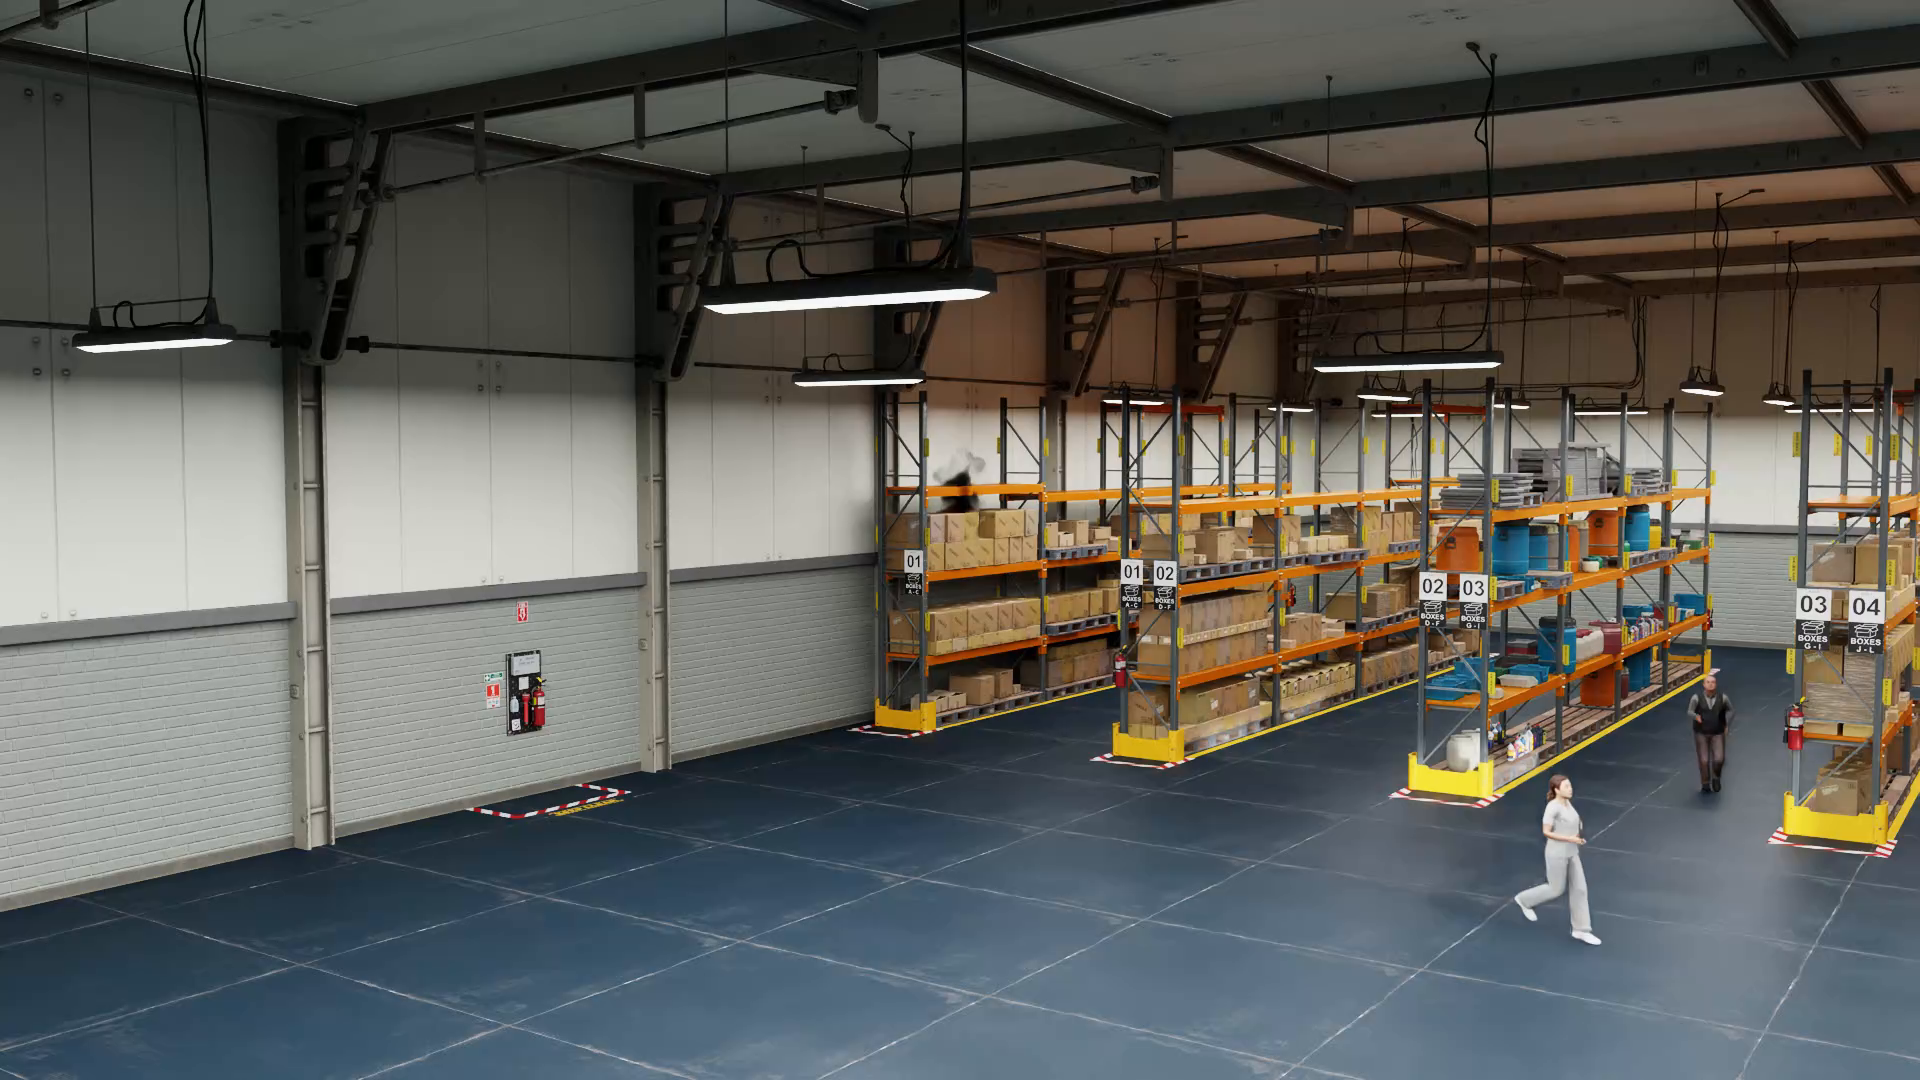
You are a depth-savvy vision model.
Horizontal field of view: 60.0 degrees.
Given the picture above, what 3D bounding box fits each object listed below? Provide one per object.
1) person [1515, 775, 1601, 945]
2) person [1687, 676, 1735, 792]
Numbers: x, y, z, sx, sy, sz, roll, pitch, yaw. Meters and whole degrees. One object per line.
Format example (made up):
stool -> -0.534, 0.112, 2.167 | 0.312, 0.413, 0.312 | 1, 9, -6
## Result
person -> 6.123, 3.219, 16.976 | 0.568, 1.664, 0.934 | -3, 4, -39
person -> 10.849, 2.814, 24.035 | 0.638, 1.686, 0.638 | 1, 3, 23
